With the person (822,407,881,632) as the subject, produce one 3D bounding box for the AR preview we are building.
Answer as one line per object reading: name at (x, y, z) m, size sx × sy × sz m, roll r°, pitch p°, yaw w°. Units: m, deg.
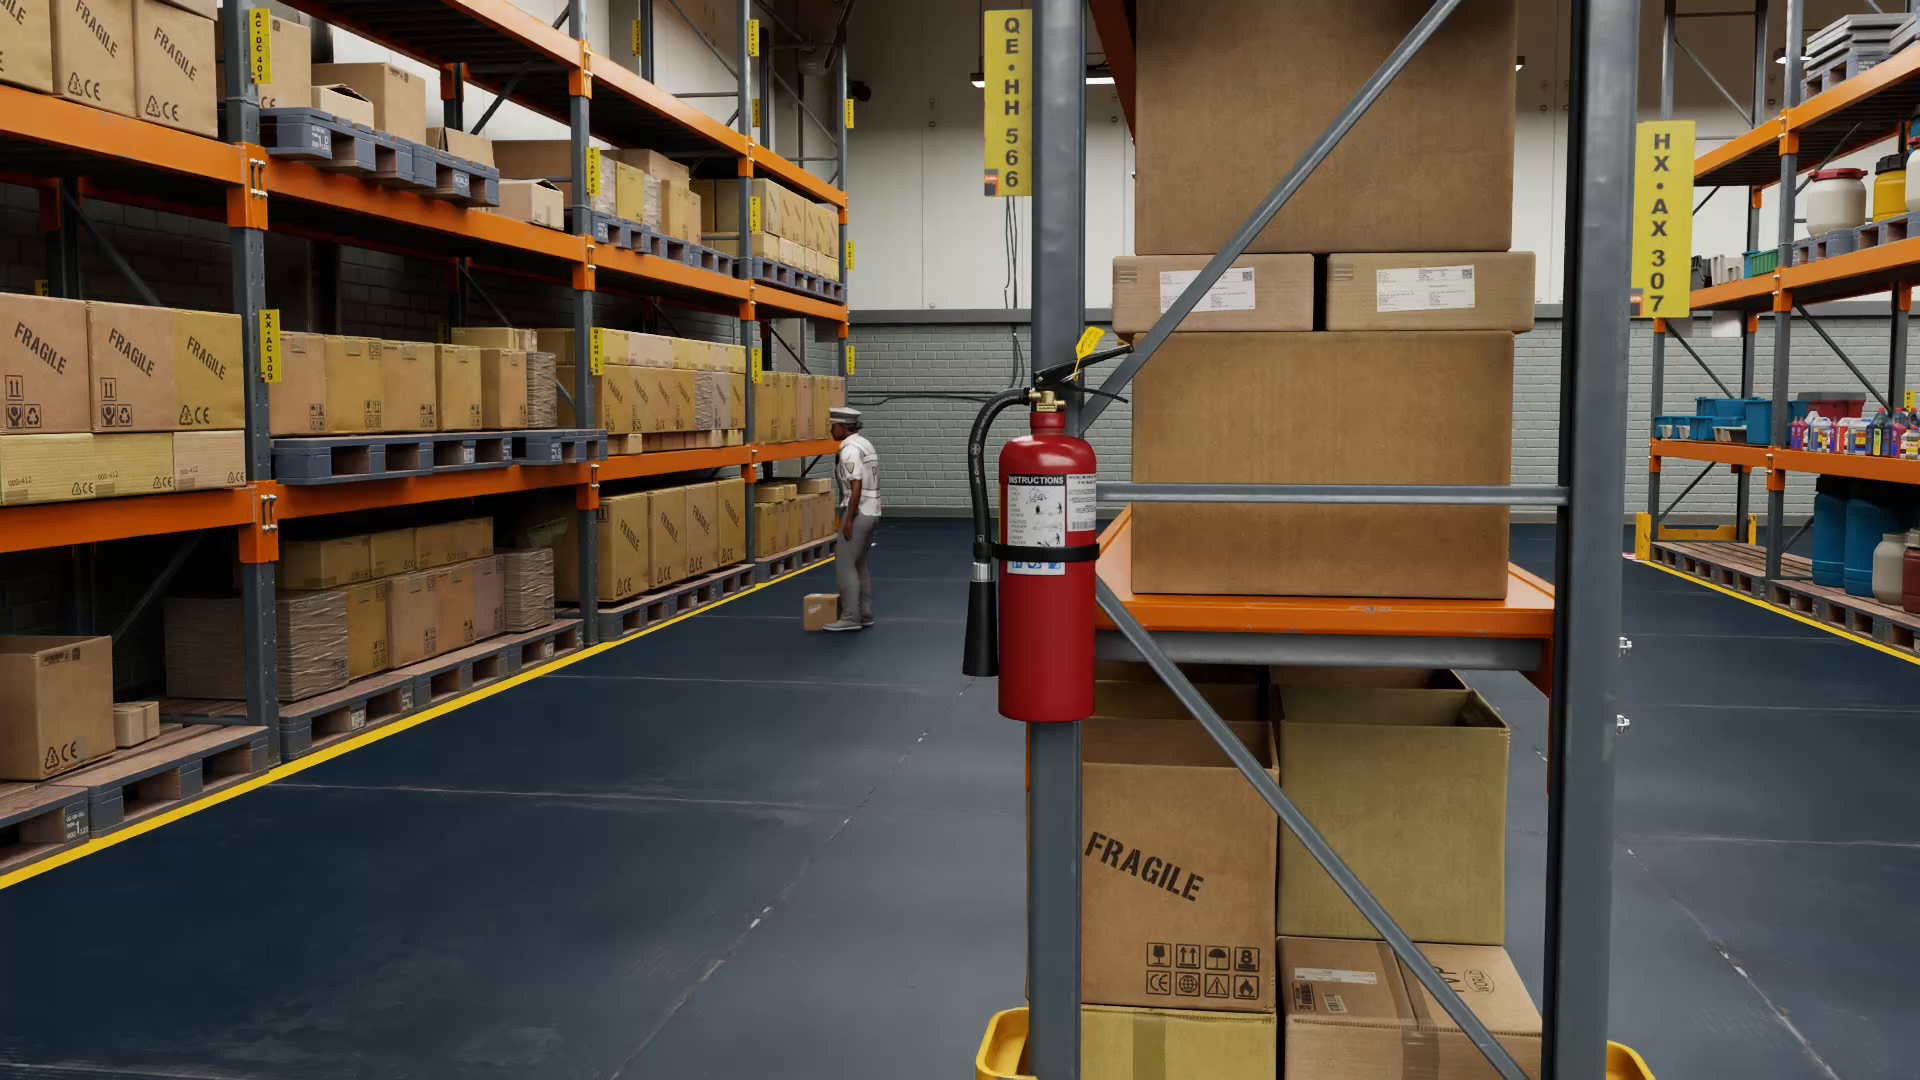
person at (-0.802, -0.157, 12.383) m, size 0.427 × 1.655 × 0.517 m, roll 0°, pitch 5°, yaw 6°
